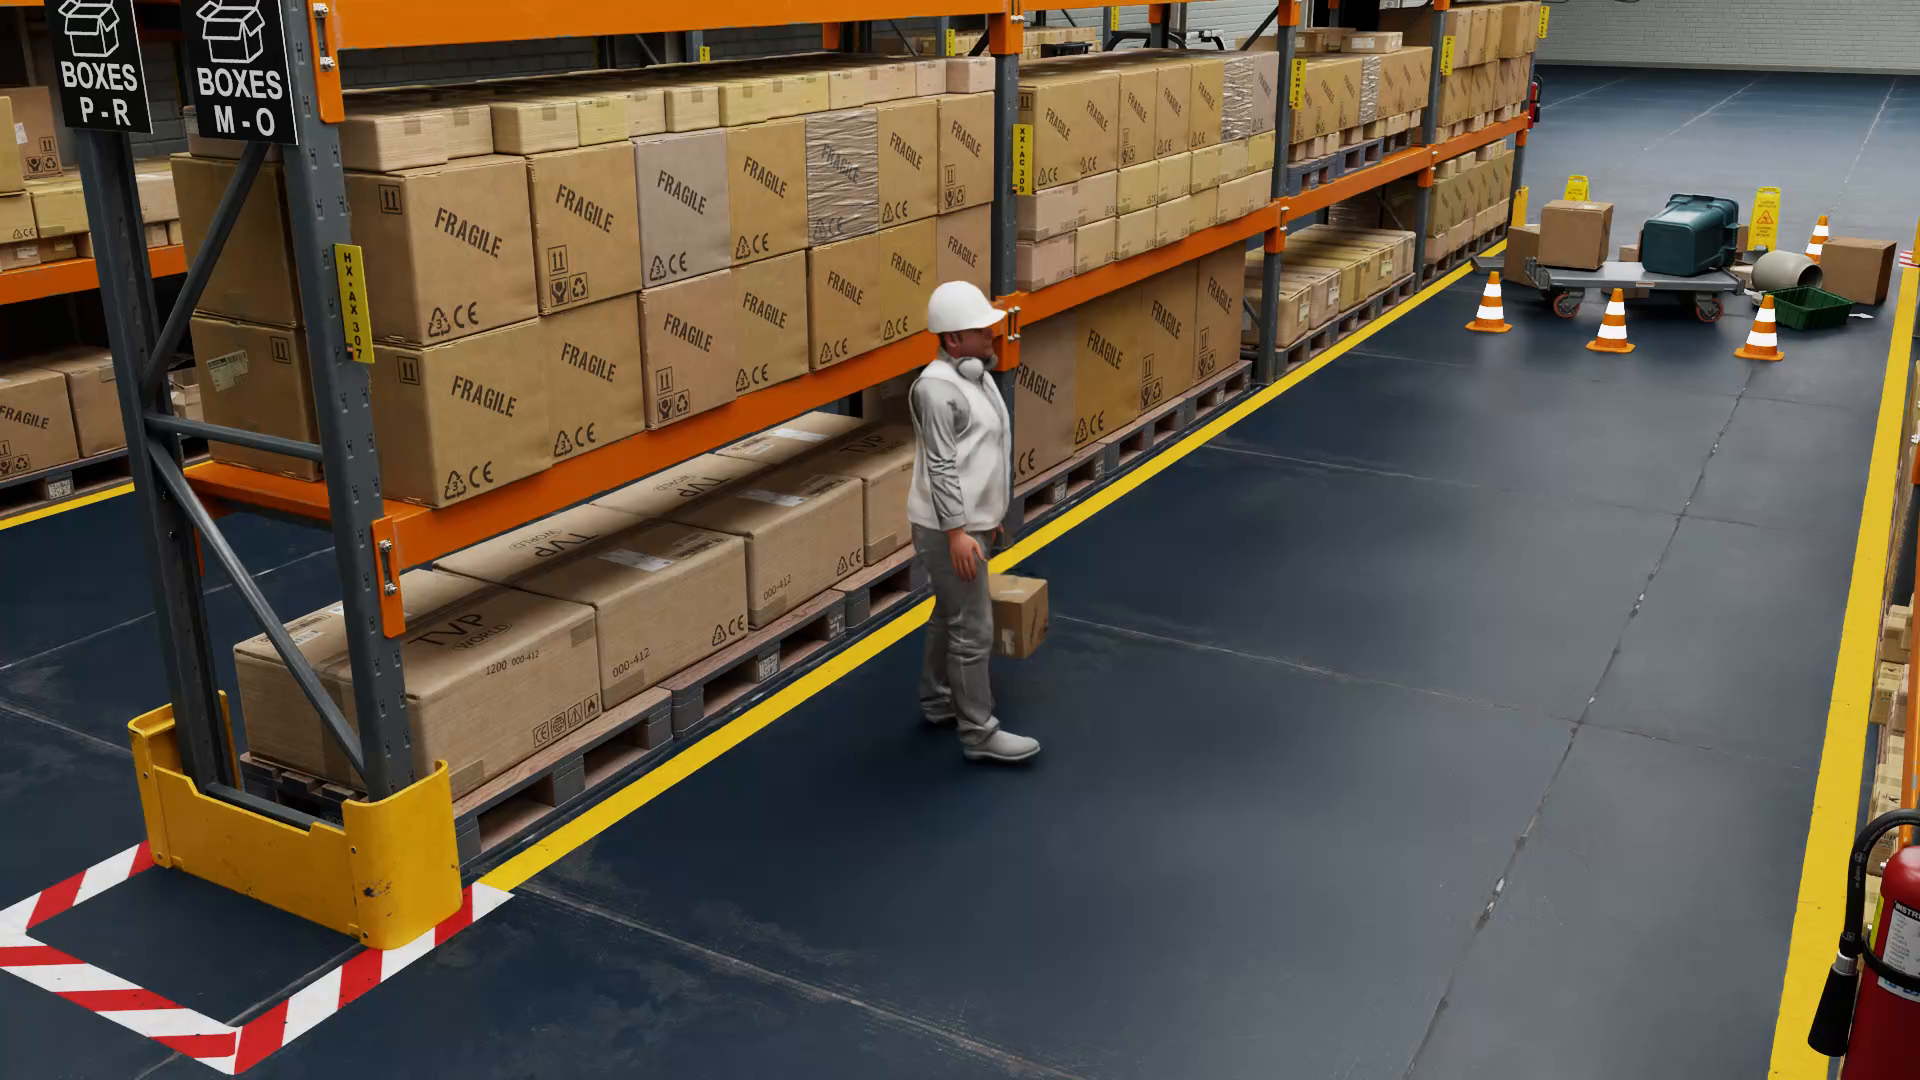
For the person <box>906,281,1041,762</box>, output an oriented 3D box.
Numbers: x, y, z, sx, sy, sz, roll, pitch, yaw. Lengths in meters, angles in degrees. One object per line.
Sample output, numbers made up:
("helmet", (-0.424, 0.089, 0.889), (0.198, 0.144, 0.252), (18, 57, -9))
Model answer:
("person", (0.074, -0.070, 6.154), (0.553, 1.775, 0.613), (5, 20, 14))
